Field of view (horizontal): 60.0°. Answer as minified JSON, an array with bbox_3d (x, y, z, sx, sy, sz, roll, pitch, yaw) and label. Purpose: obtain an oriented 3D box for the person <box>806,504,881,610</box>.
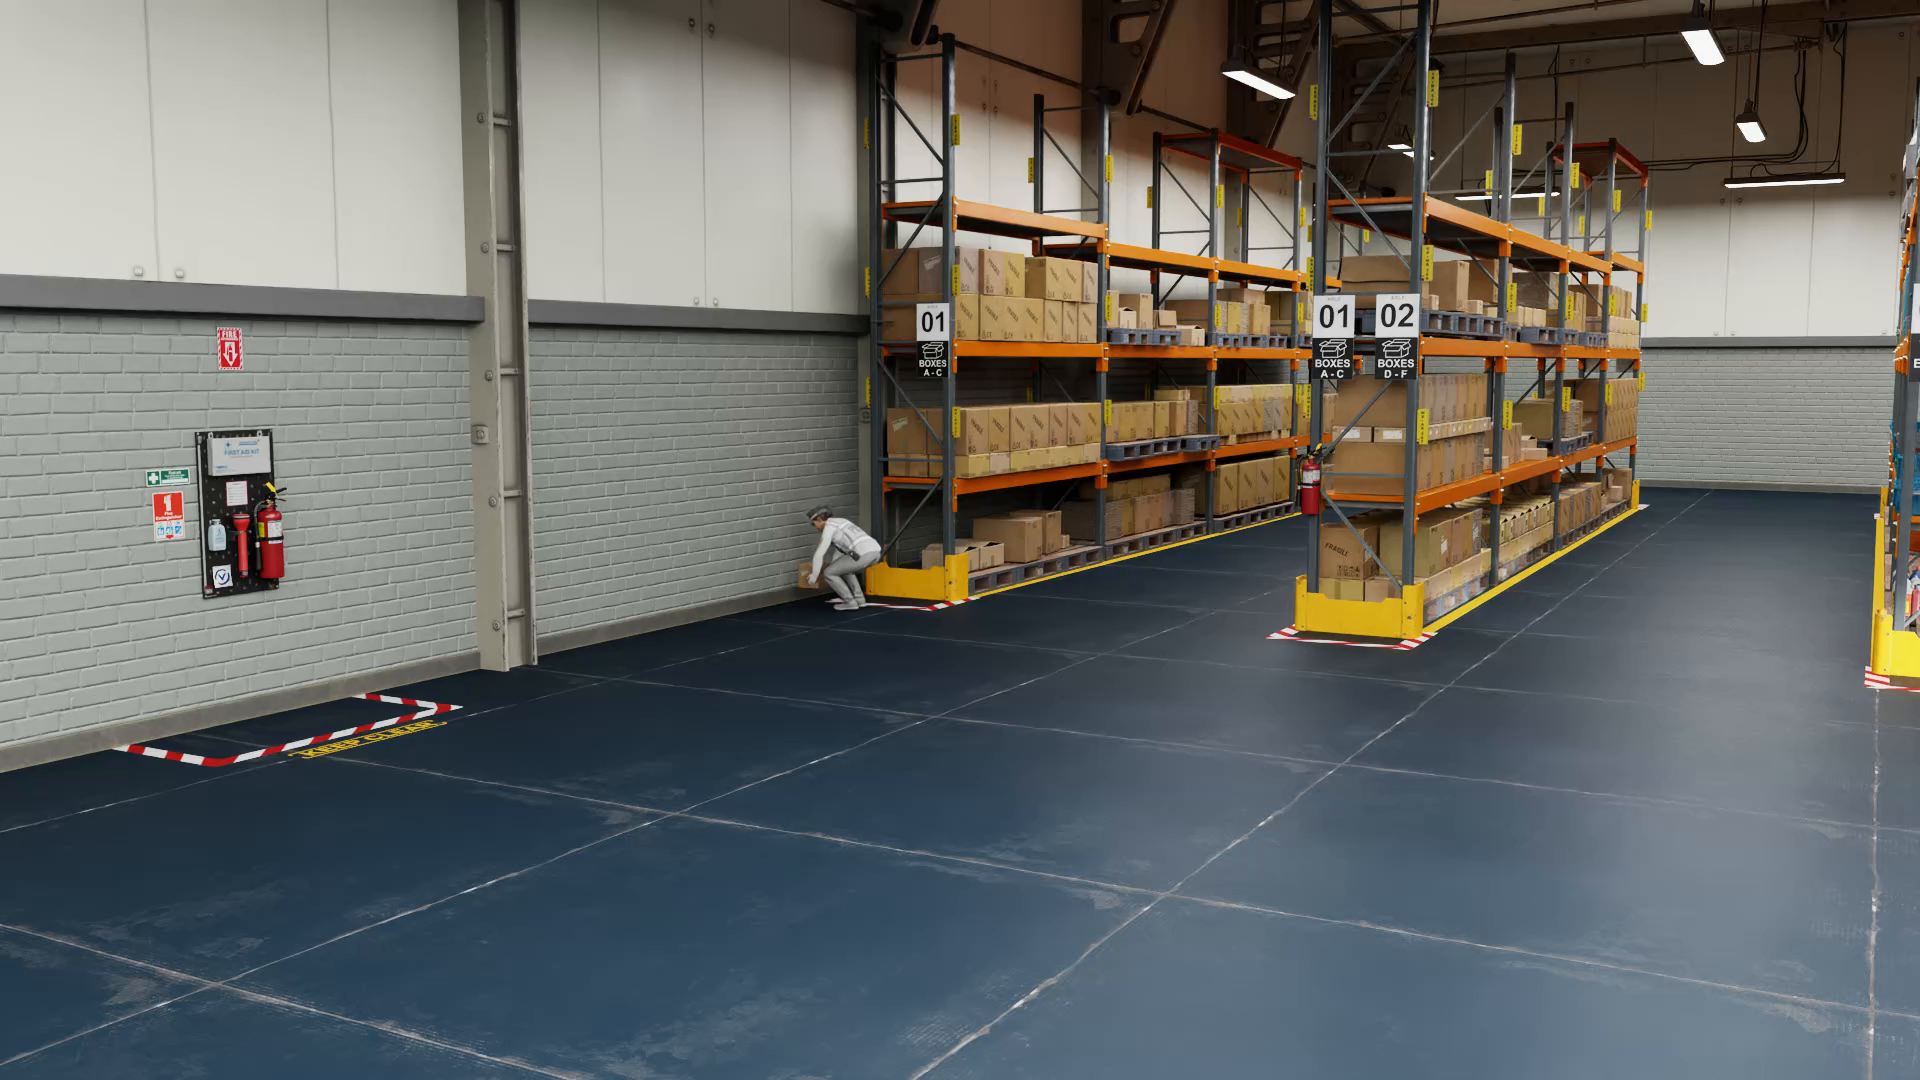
[{"bbox_3d":[-1.238,0.178,17.425,0.812,1.094,0.508,3,7,28],"label":"person"}]
